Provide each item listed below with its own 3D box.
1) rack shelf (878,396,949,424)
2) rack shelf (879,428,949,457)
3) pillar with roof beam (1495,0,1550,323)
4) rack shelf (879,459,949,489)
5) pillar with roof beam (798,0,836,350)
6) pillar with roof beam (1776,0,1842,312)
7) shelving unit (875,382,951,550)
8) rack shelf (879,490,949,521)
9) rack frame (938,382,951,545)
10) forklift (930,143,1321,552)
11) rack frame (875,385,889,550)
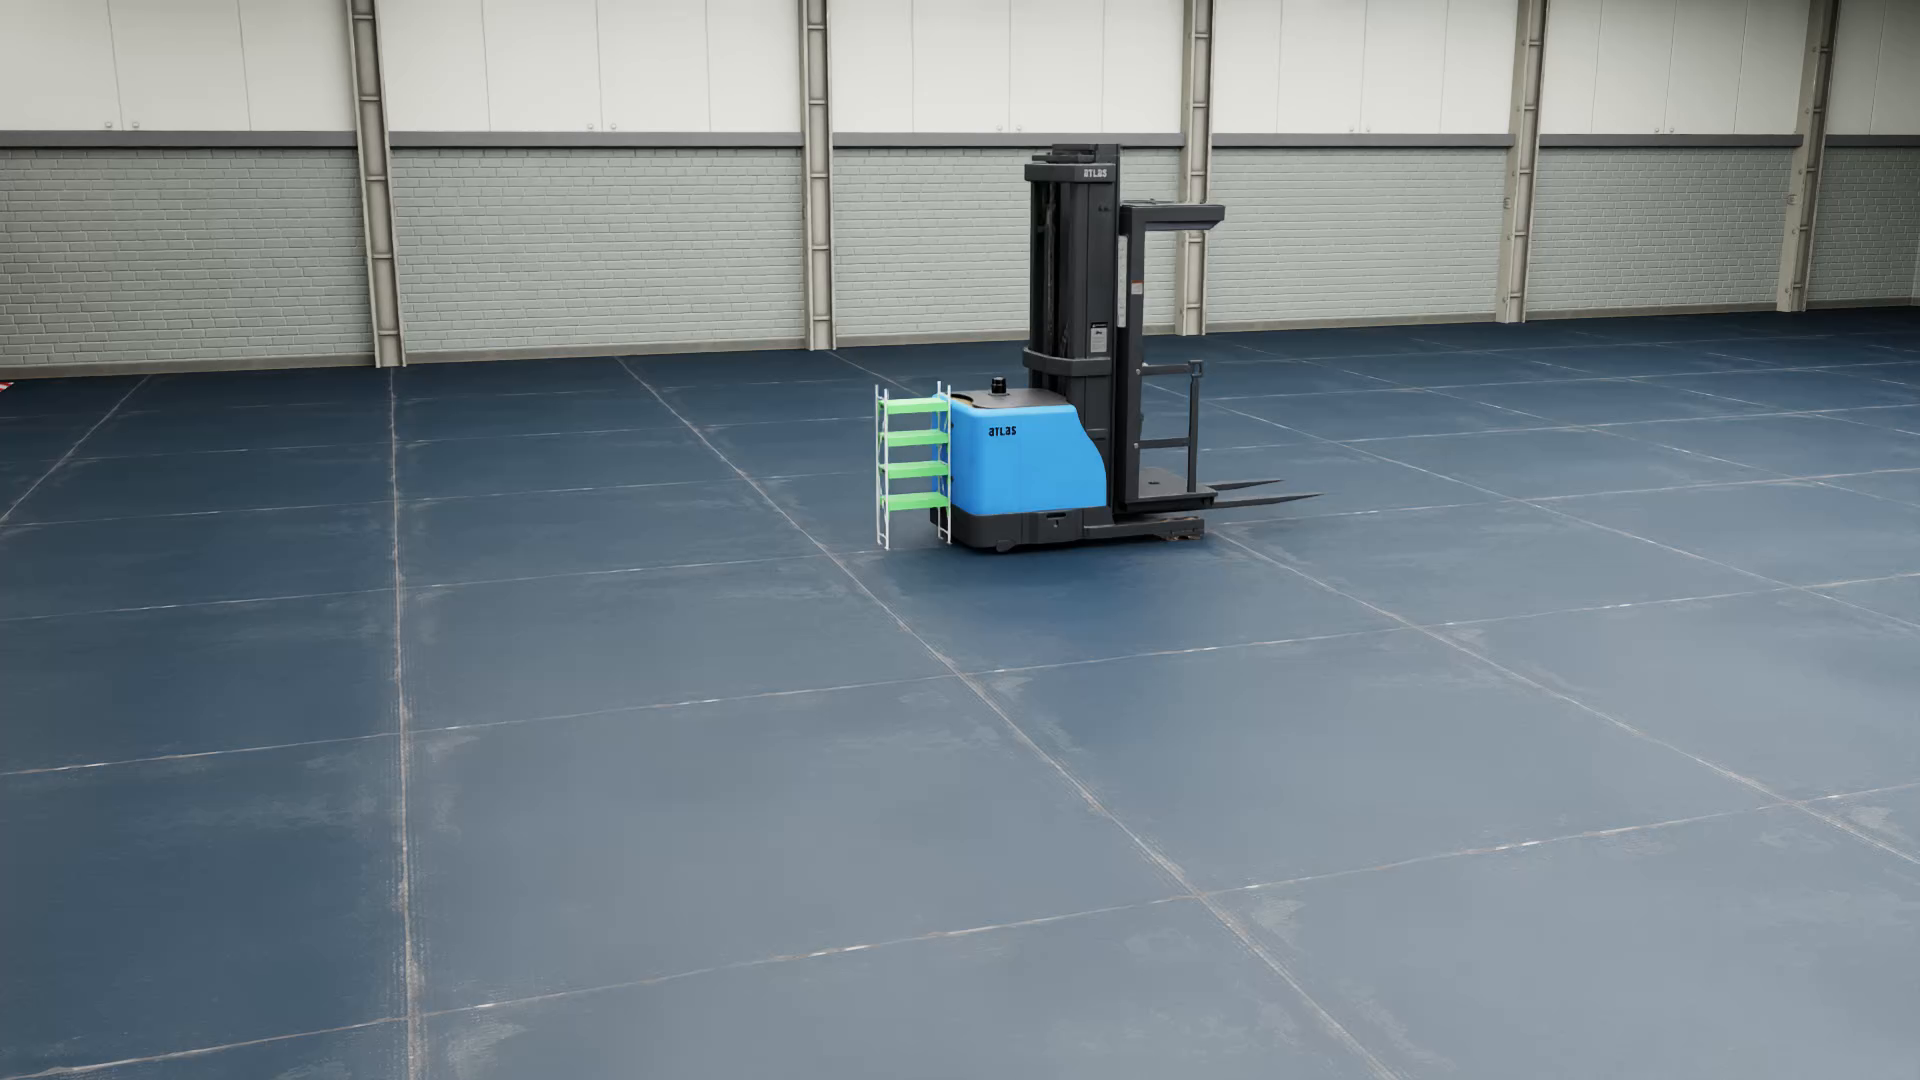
[{"bbox_3d":[-0.348,-0.960,12.289,0.480,0.148,0.258,-5,14,-19],"label":"rack shelf"},{"bbox_3d":[-0.348,-0.727,12.345,0.480,0.148,0.258,-5,14,-19],"label":"rack shelf"},{"bbox_3d":[10.697,-7.135,23.191,0.400,9.000,9.100,-4,14,-18],"label":"pillar with roof beam"},{"bbox_3d":[-0.348,-0.493,12.400,0.480,0.148,0.258,-5,14,-19],"label":"rack shelf"},{"bbox_3d":[-0.677,-6.249,19.467,0.400,9.000,9.100,-4,14,-18],"label":"pillar with roof beam"},{"bbox_3d":[16.383,-7.577,25.052,0.400,9.000,9.100,-4,14,-18],"label":"pillar with roof beam"},{"bbox_3d":[-0.348,-0.556,12.386,0.503,1.200,0.258,-5,14,-19],"label":"shelving unit"},{"bbox_3d":[-0.348,-0.260,12.456,0.480,0.148,0.258,-5,14,-19],"label":"rack shelf"},{"bbox_3d":[-0.119,-0.575,12.467,0.015,1.200,0.240,-5,14,-19],"label":"rack frame"},{"bbox_3d":[1.338,-1.526,12.725,3.031,2.935,1.130,-5,14,-19],"label":"forklift"},{"bbox_3d":[-0.577,-0.536,12.304,0.015,1.200,0.240,-5,14,-19],"label":"rack frame"}]
